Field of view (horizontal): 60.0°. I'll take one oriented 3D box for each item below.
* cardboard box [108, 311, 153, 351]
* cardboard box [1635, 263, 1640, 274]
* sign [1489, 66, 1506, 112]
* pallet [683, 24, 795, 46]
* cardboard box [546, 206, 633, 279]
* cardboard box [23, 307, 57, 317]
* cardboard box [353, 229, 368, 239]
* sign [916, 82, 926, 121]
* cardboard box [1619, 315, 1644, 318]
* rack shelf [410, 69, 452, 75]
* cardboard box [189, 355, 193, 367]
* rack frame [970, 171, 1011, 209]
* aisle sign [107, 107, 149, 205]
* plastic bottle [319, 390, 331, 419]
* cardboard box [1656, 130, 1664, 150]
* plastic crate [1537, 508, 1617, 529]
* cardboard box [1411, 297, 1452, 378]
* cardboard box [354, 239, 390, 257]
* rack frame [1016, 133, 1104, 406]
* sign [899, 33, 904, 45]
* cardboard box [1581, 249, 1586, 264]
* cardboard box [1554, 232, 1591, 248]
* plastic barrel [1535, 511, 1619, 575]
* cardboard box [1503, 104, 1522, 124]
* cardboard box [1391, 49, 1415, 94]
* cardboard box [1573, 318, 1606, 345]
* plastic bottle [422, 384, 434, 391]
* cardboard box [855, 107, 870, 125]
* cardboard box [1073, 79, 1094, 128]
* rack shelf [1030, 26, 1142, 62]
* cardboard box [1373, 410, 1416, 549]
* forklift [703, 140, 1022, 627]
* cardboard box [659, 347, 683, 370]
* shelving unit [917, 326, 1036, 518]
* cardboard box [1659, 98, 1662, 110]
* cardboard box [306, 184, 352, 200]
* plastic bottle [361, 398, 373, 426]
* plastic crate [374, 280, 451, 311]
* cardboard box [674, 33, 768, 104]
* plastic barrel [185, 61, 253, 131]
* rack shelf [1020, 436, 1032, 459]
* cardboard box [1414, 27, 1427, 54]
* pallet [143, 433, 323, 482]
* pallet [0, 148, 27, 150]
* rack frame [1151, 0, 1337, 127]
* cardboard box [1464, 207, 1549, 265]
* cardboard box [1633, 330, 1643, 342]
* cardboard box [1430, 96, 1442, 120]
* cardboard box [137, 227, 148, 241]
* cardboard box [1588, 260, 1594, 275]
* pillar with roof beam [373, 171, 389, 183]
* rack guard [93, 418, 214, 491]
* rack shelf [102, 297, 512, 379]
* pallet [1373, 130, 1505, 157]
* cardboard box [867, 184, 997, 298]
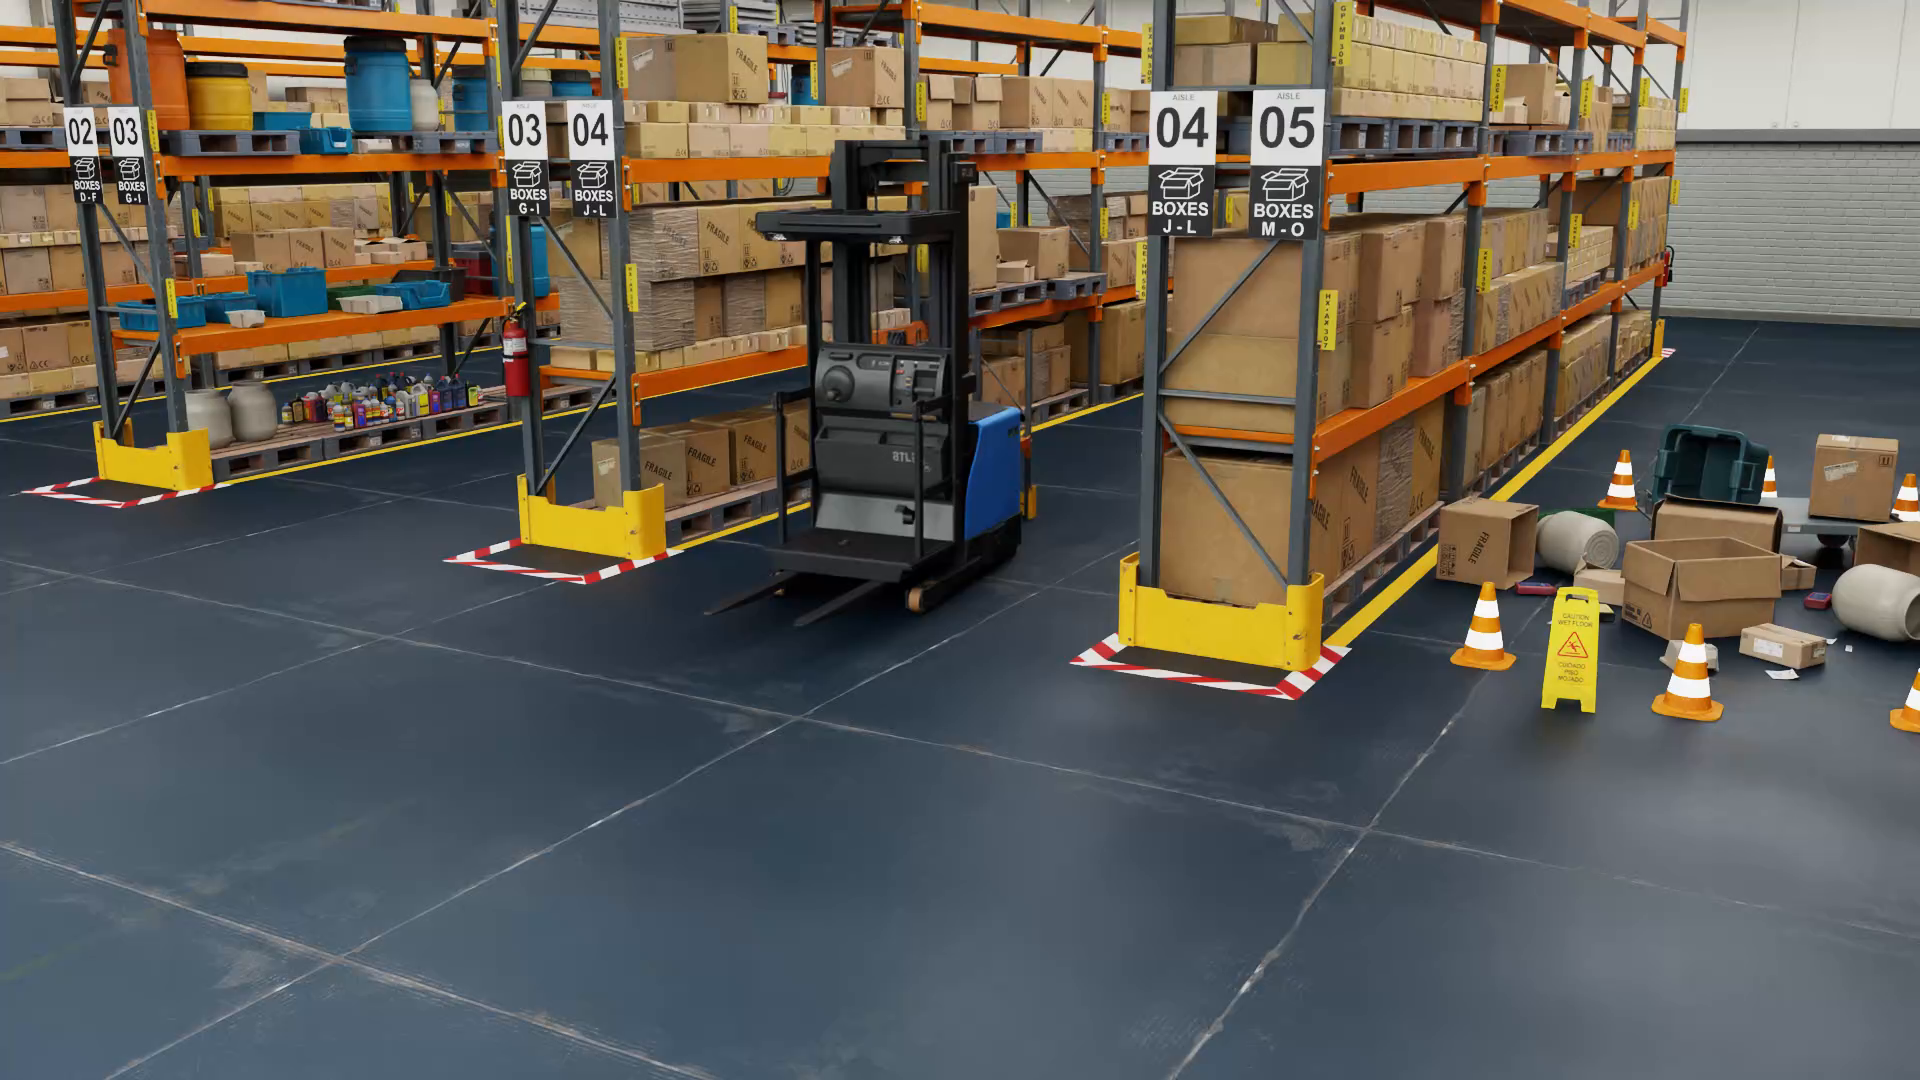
[{"bbox_3d":[-9.994,-2.512,19.922,0.500,0.500,0.500,7,15,28],"label":"cardboard box"},{"bbox_3d":[8.352,-3.449,20.977,0.380,0.149,0.250,8,16,30],"label":"cardboard box"},{"bbox_3d":[3.954,-3.319,12.227,0.100,0.325,0.005,7,15,28],"label":"sign"},{"bbox_3d":[-2.852,-6.373,21.022,1.213,0.211,1.003,7,15,28],"label":"pallet"},{"bbox_3d":[-2.710,-2.216,12.342,0.500,0.500,0.500,7,15,28],"label":"cardboard box"},{"bbox_3d":[-13.287,-3.163,23.648,0.700,0.500,0.500,7,15,27],"label":"cardboard box"},{"bbox_3d":[-10.225,-5.164,28.046,0.380,0.149,0.250,7,15,28],"label":"cardboard box"},{"bbox_3d":[-0.347,-3.866,14.665,0.100,0.325,0.005,7,15,28],"label":"sign"},{"bbox_3d":[8.868,-2.907,22.109,0.380,0.149,0.250,7,15,26],"label":"cardboard box"},{"bbox_3d":[-9.000,-8.324,30.247,1.077,0.370,4.000,7,15,28],"label":"rack shelf"},{"bbox_3d":[-9.549,-2.325,20.746,0.500,0.250,0.500,7,15,27],"label":"cardboard box"},{"bbox_3d":[0.640,-5.239,27.865,1.000,3.000,0.127,7,15,28],"label":"rack frame"},{"bbox_3d":[-6.874,-3.172,13.745,0.394,0.787,0.004,7,15,28],"label":"aisle sign"},{"bbox_3d":[-6.378,-1.350,16.605,0.152,0.276,0.135,7,15,26],"label":"plastic bottle"},{"bbox_3d":[8.548,-5.040,20.960,0.500,0.250,0.500,8,16,31],"label":"cardboard box"},{"bbox_3d":[4.530,-0.110,12.468,0.662,0.188,0.450,-8,6,-30],"label":"plastic crate"},{"bbox_3d":[3.053,-1.514,12.093,0.875,0.550,0.550,7,15,28],"label":"cardboard box"},{"bbox_3d":[-8.164,-3.955,22.728,0.500,0.311,0.500,7,15,27],"label":"cardboard box"},{"bbox_3d":[1.108,-3.037,18.729,1.000,3.000,0.127,7,15,28],"label":"rack frame"},{"bbox_3d":[-0.814,-7.171,23.522,0.100,0.325,0.005,7,15,28],"label":"sign"},{"bbox_3d":[6.432,-3.021,17.671,0.380,0.149,0.250,7,15,28],"label":"cardboard box"},{"bbox_3d":[6.552,-3.219,17.855,0.380,0.149,0.250,7,15,27],"label":"cardboard box"},{"bbox_3d":[4.262,0.026,11.524,0.421,0.421,0.512,-5,14,-20],"label":"plastic barrel"},{"bbox_3d":[4.372,-3.480,13.596,0.380,0.149,0.250,7,15,28],"label":"cardboard box"},{"bbox_3d":[2.479,-2.873,10.227,0.500,0.250,0.500,7,15,28],"label":"cardboard box"},{"bbox_3d":[6.936,-2.343,18.688,0.500,0.250,0.500,8,16,31],"label":"cardboard box"},{"bbox_3d":[-5.455,-1.474,17.122,0.152,0.276,0.135,7,15,28],"label":"plastic bottle"},{"bbox_3d":[-0.985,-3.590,14.094,0.380,0.149,0.250,7,15,25],"label":"cardboard box"},{"bbox_3d":[1.096,-4.660,17.784,0.500,0.500,0.500,8,16,30],"label":"cardboard box"},{"bbox_3d":[2.075,-5.819,19.859,1.077,0.370,4.000,7,15,28],"label":"rack shelf"},{"bbox_3d":[2.670,-0.498,11.837,0.875,0.875,0.875,8,15,28],"label":"cardboard box"},{"bbox_3d":[-0.605,-1.072,10.727,1.130,2.935,3.031,6,15,23],"label":"forklift"},{"bbox_3d":[-2.275,-1.354,12.285,0.380,0.149,0.250,7,15,28],"label":"cardboard box"},{"bbox_3d":[0.130,-0.829,12.771,0.587,1.500,1.083,6,15,23],"label":"shelving unit"},{"bbox_3d":[8.718,-5.557,21.185,0.380,0.149,0.250,8,16,29],"label":"cardboard box"},{"bbox_3d":[-10.471,-5.775,27.598,0.500,0.250,0.500,8,16,29],"label":"cardboard box"},{"bbox_3d":[-5.780,-1.251,16.205,0.097,0.271,0.097,0,14,0],"label":"plastic bottle"},{"bbox_3d":[-5.459,-2.447,16.601,0.499,0.251,0.616,7,15,28],"label":"plastic crate"},{"bbox_3d":[-1.805,-3.564,12.601,0.500,0.500,0.500,7,15,28],"label":"cardboard box"},{"bbox_3d":[-6.655,-3.959,14.856,0.600,0.588,0.600,0,14,0],"label":"plastic barrel"},{"bbox_3d":[0.126,-0.652,12.805,0.538,0.185,1.000,6,15,23],"label":"rack shelf"},{"bbox_3d":[2.713,-3.135,10.461,0.380,0.149,0.250,8,16,29],"label":"cardboard box"},{"bbox_3d":[-6.702,-0.788,15.351,1.003,0.211,1.213,7,15,28],"label":"pallet"},{"bbox_3d":[-13.442,-5.381,22.455,1.213,0.211,1.003,7,15,28],"label":"pallet"},{"bbox_3d":[1.534,-3.729,8.801,1.000,3.000,0.127,7,15,28],"label":"rack frame"},{"bbox_3d":[5.175,-2.898,15.806,0.700,0.500,0.500,7,15,28],"label":"cardboard box"},{"bbox_3d":[8.774,-2.703,21.897,0.380,0.149,0.250,8,16,29],"label":"cardboard box"},{"bbox_3d":[2.957,-2.850,10.980,0.380,0.149,0.250,7,15,28],"label":"cardboard box"},{"bbox_3d":[-9.561,-3.573,19.355,0.380,0.149,0.250,7,15,27],"label":"cardboard box"},{"bbox_3d":[6.689,-2.985,18.156,0.380,0.149,0.250,8,16,30],"label":"cardboard box"},{"bbox_3d":[-6.617,-8.211,27.393,9.100,9.000,0.400,7,15,28],"label":"pillar with roof beam"},{"bbox_3d":[-7.100,-0.762,14.629,1.175,0.500,0.348,7,15,28],"label":"rack guard"},{"bbox_3d":[-6.128,-2.017,16.035,1.077,0.370,4.000,7,15,28],"label":"rack shelf"},{"bbox_3d":[3.867,-3.192,13.383,0.805,0.209,1.217,7,15,26],"label":"pallet"},{"bbox_3d":[-0.319,-2.859,15.816,1.000,1.000,1.000,7,15,28],"label":"cardboard box"}]
